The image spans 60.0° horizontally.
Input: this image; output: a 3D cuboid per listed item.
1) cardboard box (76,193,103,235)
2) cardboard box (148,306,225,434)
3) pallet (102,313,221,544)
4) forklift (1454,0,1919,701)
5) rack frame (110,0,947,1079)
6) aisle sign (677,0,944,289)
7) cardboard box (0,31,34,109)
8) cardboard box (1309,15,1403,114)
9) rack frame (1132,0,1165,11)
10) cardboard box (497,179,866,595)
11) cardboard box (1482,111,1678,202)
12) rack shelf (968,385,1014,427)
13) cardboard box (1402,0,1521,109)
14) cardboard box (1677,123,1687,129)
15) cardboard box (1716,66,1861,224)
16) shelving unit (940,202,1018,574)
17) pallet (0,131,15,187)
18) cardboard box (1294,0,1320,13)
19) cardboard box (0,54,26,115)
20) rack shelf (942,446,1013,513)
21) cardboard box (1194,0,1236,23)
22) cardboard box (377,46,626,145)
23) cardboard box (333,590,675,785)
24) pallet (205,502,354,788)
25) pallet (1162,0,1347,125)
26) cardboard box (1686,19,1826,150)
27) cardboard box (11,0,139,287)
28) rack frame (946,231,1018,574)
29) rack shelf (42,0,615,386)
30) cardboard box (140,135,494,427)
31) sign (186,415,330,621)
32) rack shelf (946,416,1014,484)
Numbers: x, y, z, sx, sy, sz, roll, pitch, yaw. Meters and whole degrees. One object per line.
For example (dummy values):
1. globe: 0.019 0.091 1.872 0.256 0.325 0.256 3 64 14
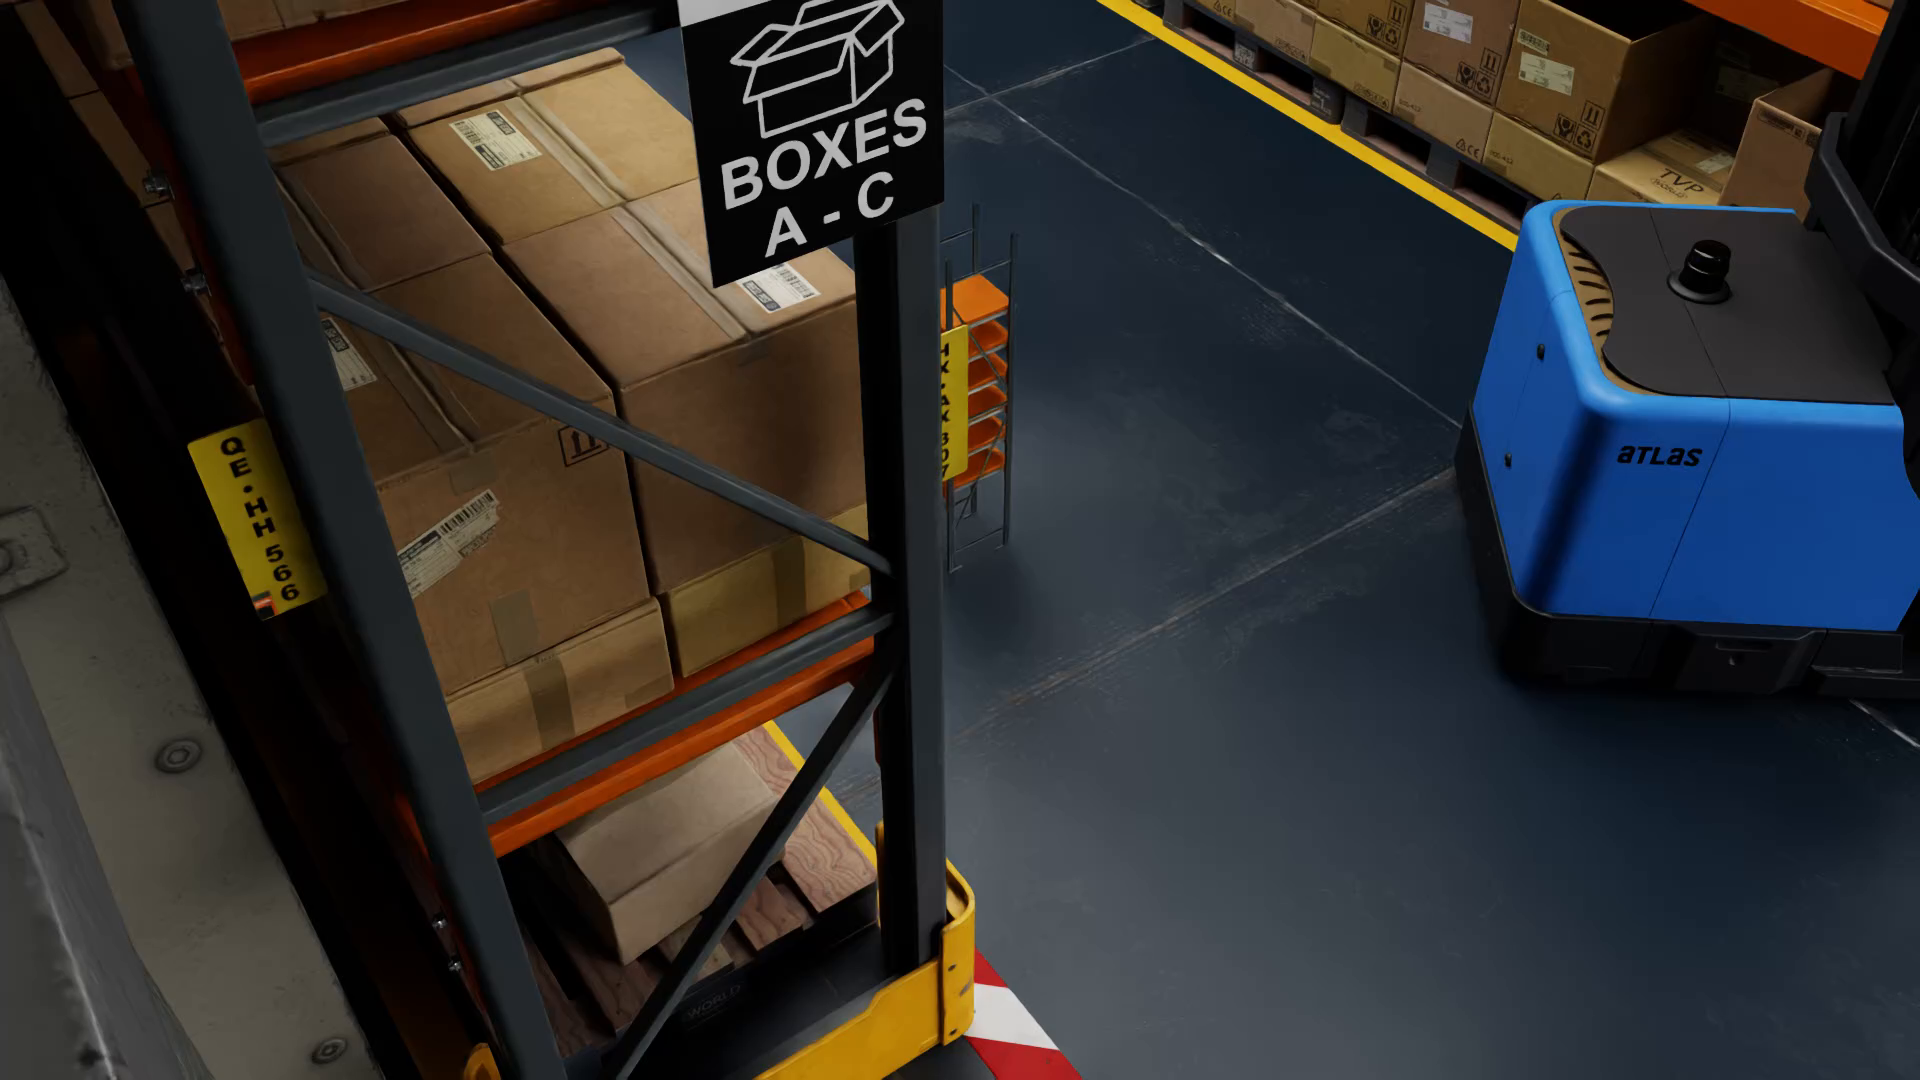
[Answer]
1. cardboard box: -2.062 -0.992 4.415 0.500 0.250 0.500 -27 50 -25
2. cardboard box: -1.497 -0.413 3.809 0.500 0.250 0.500 -26 49 -25
3. pallet: -2.349 -0.589 5.919 1.003 0.211 1.213 -26 49 -24
4. forklift: 3.151 -0.904 4.279 3.031 2.935 1.130 3 44 3
5. rack frame: -0.473 0.301 2.967 1.000 3.000 0.127 -26 49 -24
6. aisle sign: -0.186 -0.717 2.151 0.394 0.787 0.004 -26 49 -24
7. cardboard box: -2.371 -1.545 4.452 0.500 0.500 0.500 -26 49 -25
8. cardboard box: 1.879 -2.128 7.198 0.500 0.250 0.500 -26 49 -24
9. rack frame: 1.299 -3.923 7.392 1.000 3.000 0.127 -26 49 -24
10. cardboard box: -0.500 -0.312 3.160 0.500 0.500 0.500 -26 49 -24
11. cardboard box: 2.455 -1.563 6.607 0.500 0.250 0.500 -26 49 -24
12. rack shelf: 0.008 -0.394 5.063 0.258 0.103 0.180 -26 49 -24
13. cardboard box: 2.167 -2.117 6.644 0.500 0.500 0.500 -26 49 -24
14. cardboard box: 2.888 -1.772 6.825 0.500 0.250 0.500 -26 49 -24
15. cardboard box: 3.037 -1.272 5.759 0.500 0.500 0.500 -26 49 -24
16. shelving unit: 0.008 -0.426 5.032 0.258 1.200 0.189 -26 49 -24
17. pallet: -3.910 -2.087 7.489 1.003 0.211 1.213 -26 49 -24
18. cardboard box: 1.600 -2.685 7.239 0.500 0.500 0.500 -26 49 -24
19. cardboard box: -2.669 -1.566 5.017 0.500 0.250 0.500 -25 49 -24
20. rack shelf: 0.008 -0.220 5.228 0.258 0.103 0.180 -26 49 -24
21. cardboard box: 1.316 -2.698 7.796 0.500 0.250 0.500 -26 49 -24
22. cardboard box: -1.065 -0.891 3.767 0.500 0.500 0.500 -27 50 -26
23. cardboard box: -0.900 0.160 3.209 0.500 0.250 0.500 -25 49 -24
24. pallet: -1.647 0.102 5.195 1.003 0.211 1.213 -26 49 -24
25. pallet: 1.720 -2.448 7.866 1.003 0.211 1.213 -26 49 -24
26. cardboard box: 3.175 -1.760 6.270 0.500 0.500 0.500 -26 49 -24
27. cardboard box: -1.785 -0.971 3.851 0.500 0.500 0.500 -25 49 -24
28. rack frame: 0.061 -0.374 4.978 0.240 1.200 0.006 -26 49 -24
29. rack shelf: -1.618 -1.656 3.366 1.077 0.370 4.000 -26 49 -24
30. cardboard box: -1.197 -0.395 3.247 0.500 0.500 0.500 -25 49 -24
31. sign: -0.940 -0.024 2.240 0.100 0.325 0.005 -26 49 -24
32. rack shelf: 0.008 -0.307 5.145 0.258 0.103 0.180 -26 49 -24
